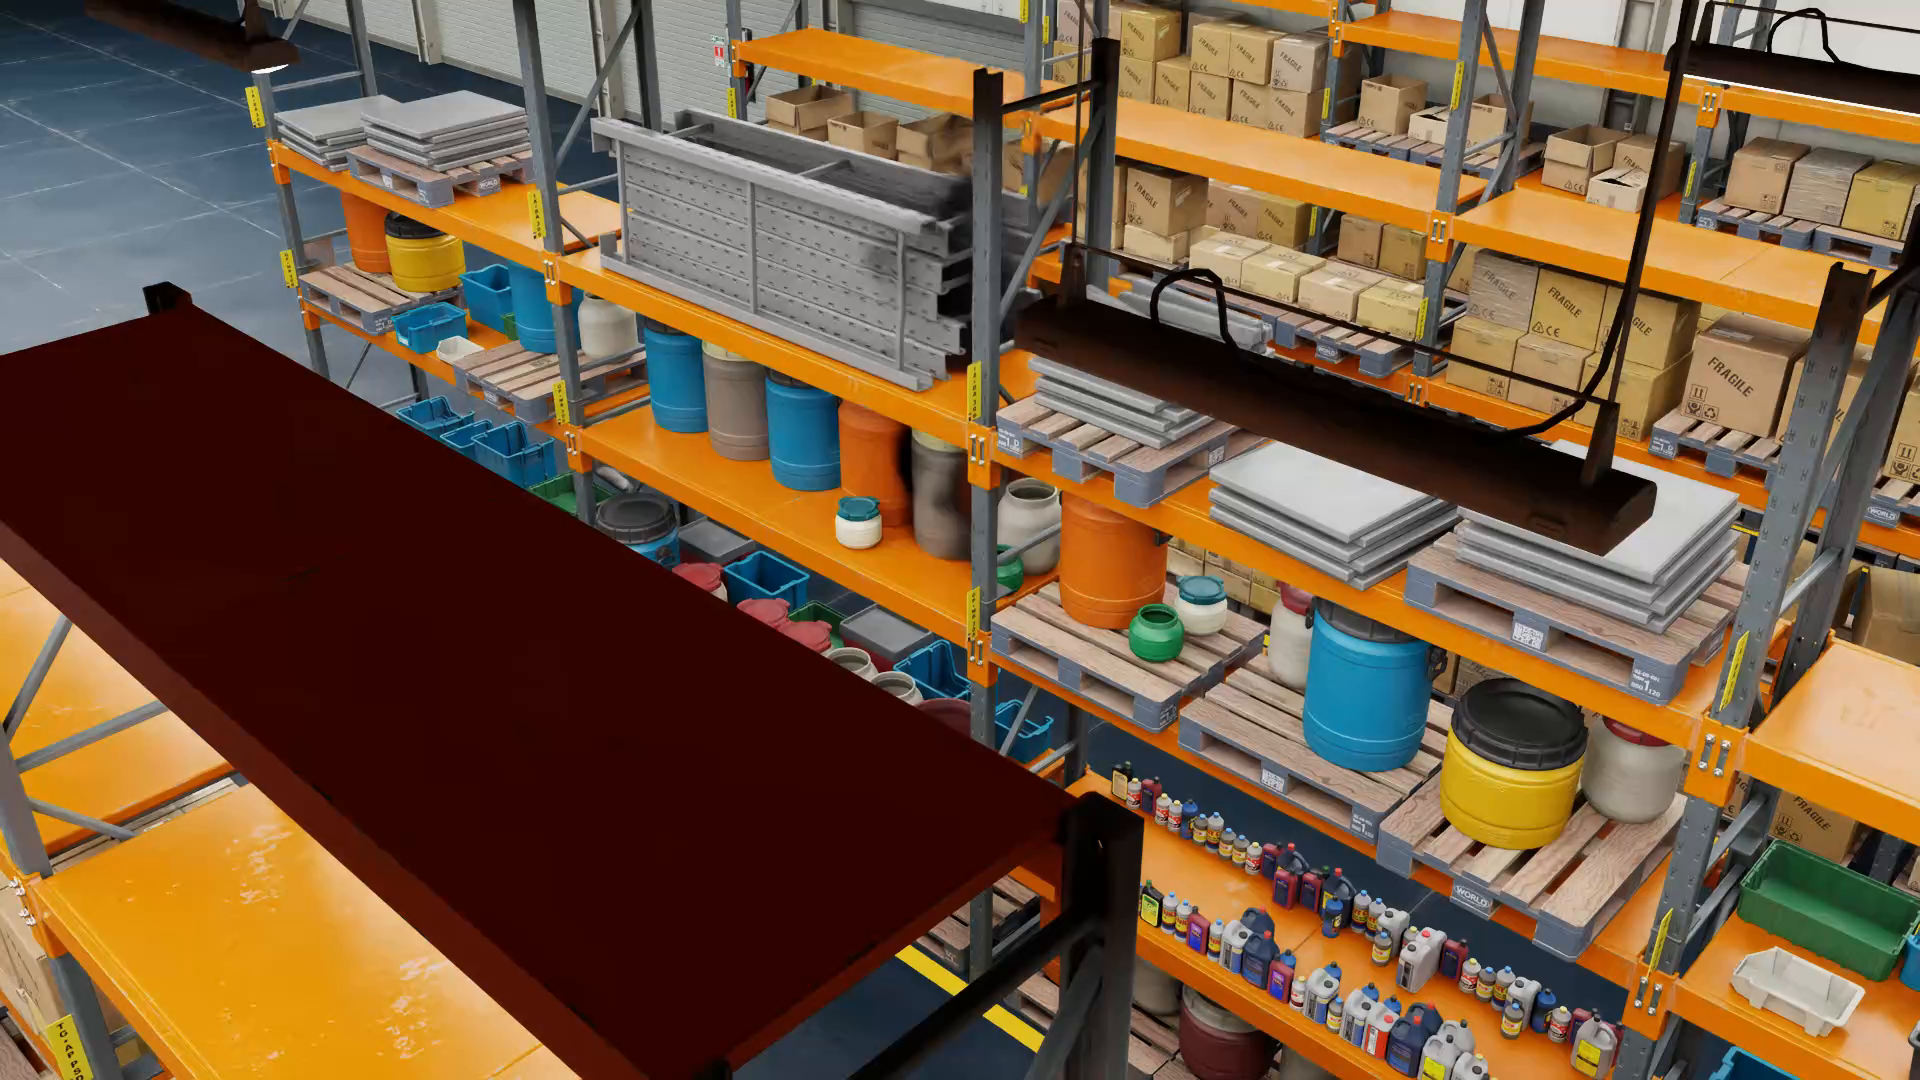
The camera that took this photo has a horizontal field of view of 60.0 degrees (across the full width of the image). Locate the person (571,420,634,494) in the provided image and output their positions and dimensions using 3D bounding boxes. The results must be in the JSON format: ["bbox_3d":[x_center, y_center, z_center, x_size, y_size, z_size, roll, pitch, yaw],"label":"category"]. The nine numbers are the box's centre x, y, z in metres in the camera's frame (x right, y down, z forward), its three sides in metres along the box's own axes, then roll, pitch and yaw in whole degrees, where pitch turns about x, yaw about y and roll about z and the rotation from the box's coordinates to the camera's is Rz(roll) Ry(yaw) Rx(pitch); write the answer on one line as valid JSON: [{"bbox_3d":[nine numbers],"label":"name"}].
[{"bbox_3d":[-3.589,-0.978,16.271,0.851,1.692,0.579,15,33,24],"label":"person"}]
